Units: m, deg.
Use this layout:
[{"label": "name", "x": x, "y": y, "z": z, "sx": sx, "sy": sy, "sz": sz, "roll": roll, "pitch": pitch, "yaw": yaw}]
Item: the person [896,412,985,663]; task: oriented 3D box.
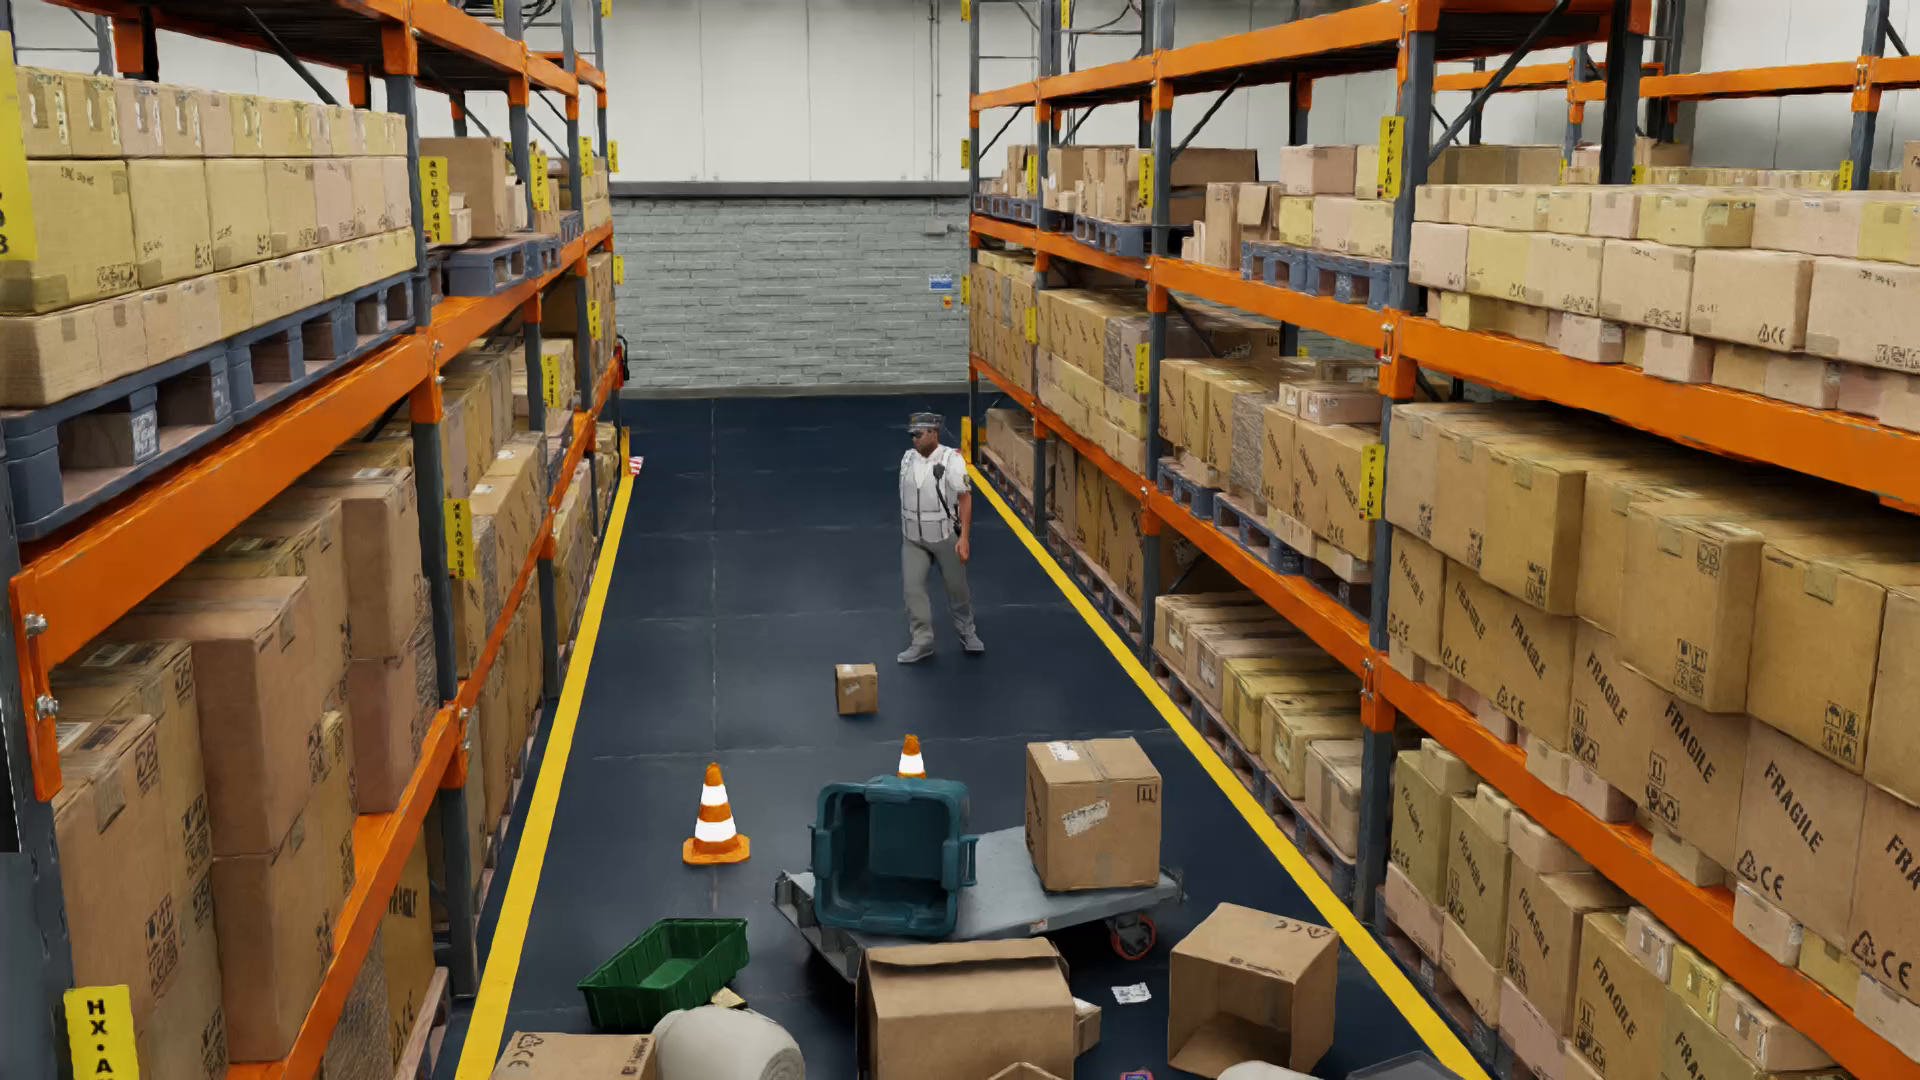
[{"label": "person", "x": -0.147, "y": -0.036, "z": 11.613, "sx": 0.606, "sy": 1.749, "sz": 0.615, "roll": 5, "pitch": 14, "yaw": 22}]
